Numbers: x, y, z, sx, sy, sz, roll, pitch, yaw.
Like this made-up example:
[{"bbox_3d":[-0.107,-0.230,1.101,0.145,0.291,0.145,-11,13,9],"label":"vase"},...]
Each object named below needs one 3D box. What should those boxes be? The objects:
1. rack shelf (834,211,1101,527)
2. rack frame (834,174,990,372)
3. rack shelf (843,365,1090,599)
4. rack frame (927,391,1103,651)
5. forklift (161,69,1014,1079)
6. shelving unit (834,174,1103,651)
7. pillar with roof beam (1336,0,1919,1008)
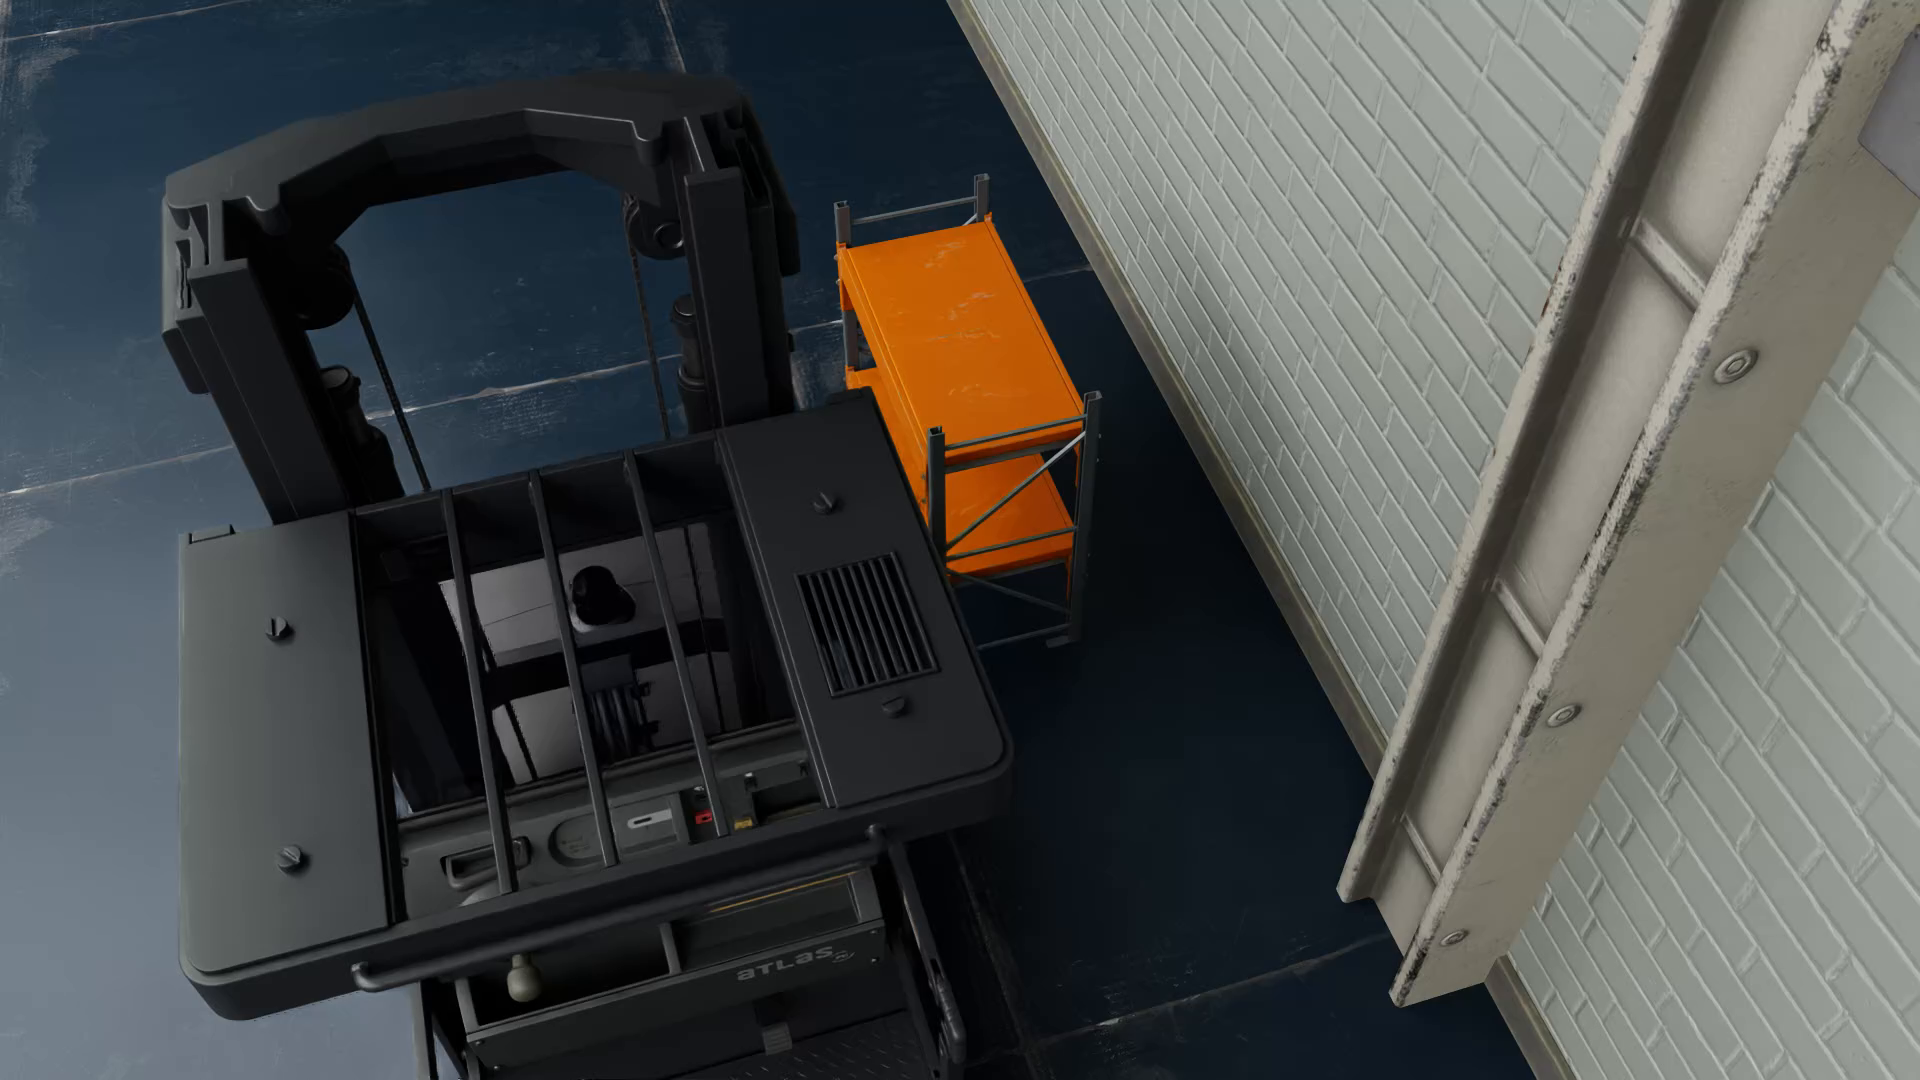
[{"bbox_3d":[0.002,-0.546,5.092,0.538,0.278,1.000,-13,51,-11],"label":"rack shelf"},{"bbox_3d":[-0.148,-0.729,5.629,0.500,1.125,0.032,-13,51,-11],"label":"rack frame"},{"bbox_3d":[0.002,-0.200,5.503,0.538,0.278,1.000,-13,51,-11],"label":"rack shelf"},{"bbox_3d":[0.152,0.014,5.003,0.500,1.125,0.032,-13,51,-11],"label":"rack frame"},{"bbox_3d":[-0.569,0.755,3.196,1.130,2.935,3.031,-13,51,-11],"label":"forklift"},{"bbox_3d":[0.002,-0.358,5.316,0.538,1.125,1.048,-13,51,-11],"label":"shelving unit"},{"bbox_3d":[-2.803,-0.798,0.537,9.100,9.000,0.400,-13,51,-11],"label":"pillar with roof beam"}]
